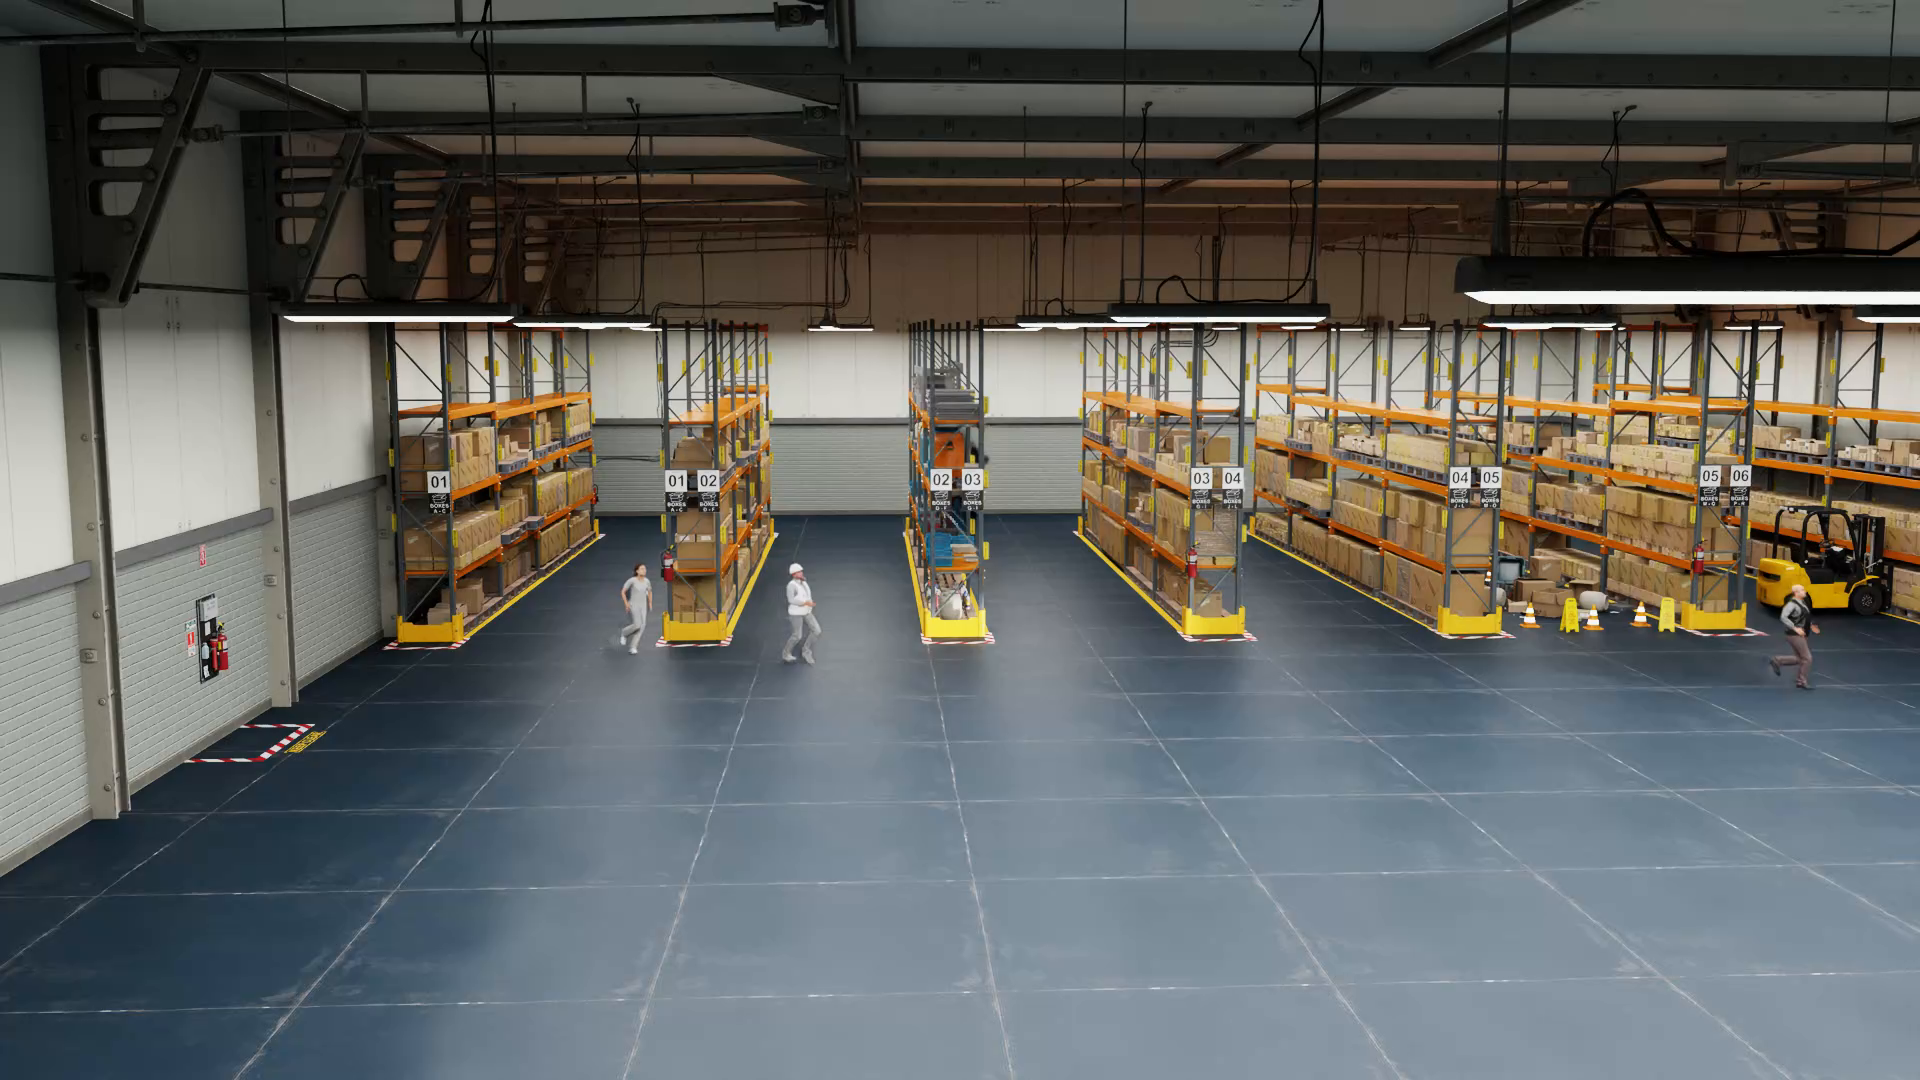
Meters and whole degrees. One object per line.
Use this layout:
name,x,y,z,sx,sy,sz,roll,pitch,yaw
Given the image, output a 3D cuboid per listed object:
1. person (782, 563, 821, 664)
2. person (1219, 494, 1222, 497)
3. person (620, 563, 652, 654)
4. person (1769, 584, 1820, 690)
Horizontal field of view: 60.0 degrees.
person,-2.780,1.294,29.000,0.725,1.789,0.660,4,8,31
person,7.776,-1.124,48.684,0.613,1.730,0.694,-4,8,-28
person,-5.813,1.226,30.110,0.594,1.574,0.557,-6,9,-41
person,13.564,1.564,27.051,0.748,1.701,0.661,6,9,41
